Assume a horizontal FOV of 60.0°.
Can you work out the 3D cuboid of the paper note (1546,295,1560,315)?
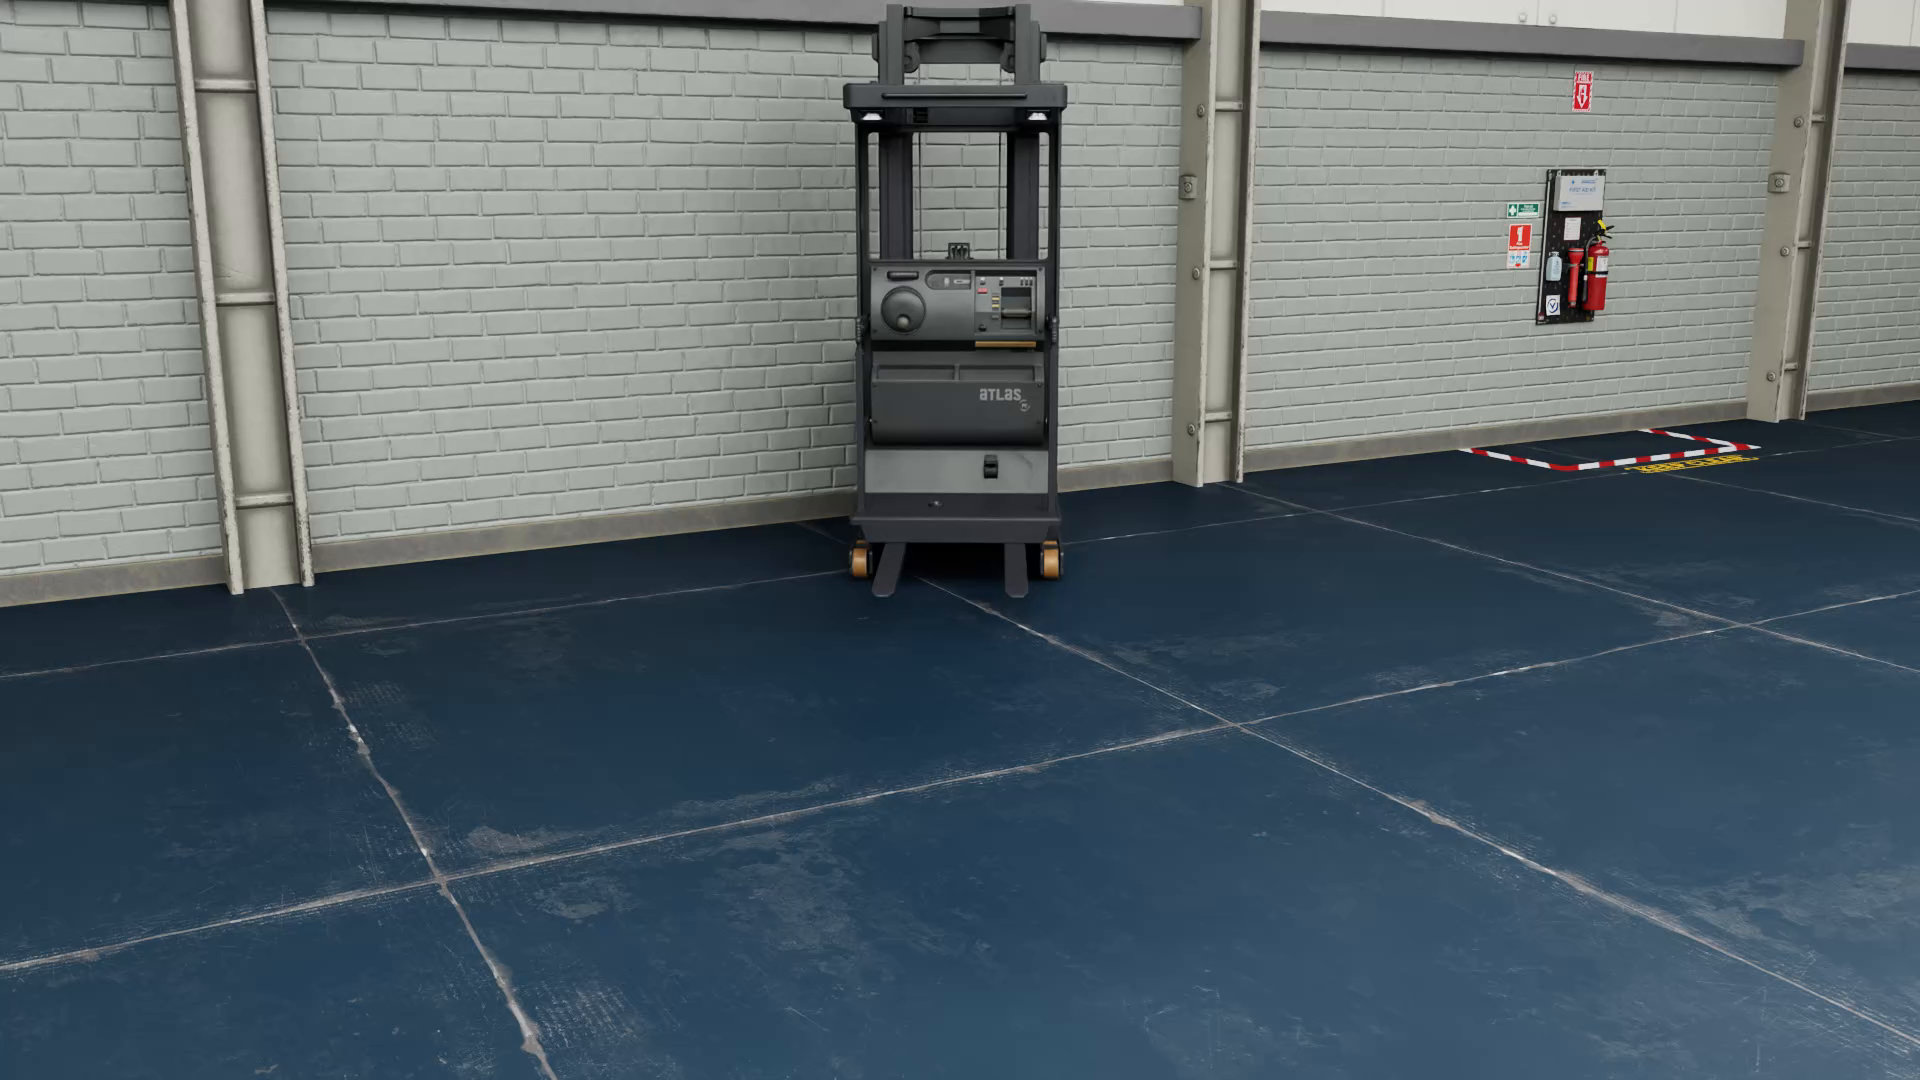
[{"bbox_3d":[4.583,-1.814,12.842,0.142,0.148,0.016,-7,14,-28],"label":"paper note"}]

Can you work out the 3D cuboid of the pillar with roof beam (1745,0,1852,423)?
[{"bbox_3d":[9.022,-4.598,9.547,0.400,9.000,9.100,-7,14,-28],"label":"pillar with roof beam"}]

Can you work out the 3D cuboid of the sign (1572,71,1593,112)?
[{"bbox_3d":[4.717,-3.398,12.596,0.199,0.298,0.001,-7,14,-28],"label":"sign"}]

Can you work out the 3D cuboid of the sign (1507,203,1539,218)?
[{"bbox_3d":[4.245,-2.485,12.531,0.331,0.109,0.001,-7,14,-28],"label":"sign"}]

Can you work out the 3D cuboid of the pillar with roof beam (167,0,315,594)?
[{"bbox_3d":[-1.511,-3.336,3.937,0.400,9.000,9.100,-7,14,-28],"label":"pillar with roof beam"}]

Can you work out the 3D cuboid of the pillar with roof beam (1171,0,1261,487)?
[{"bbox_3d":[3.756,-3.967,6.742,0.400,9.000,9.100,-7,14,-28],"label":"pillar with roof beam"}]

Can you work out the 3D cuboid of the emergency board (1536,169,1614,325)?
[{"bbox_3d":[4.772,-2.249,12.769,0.643,1.169,0.194,-7,14,-28],"label":"emergency board"}]

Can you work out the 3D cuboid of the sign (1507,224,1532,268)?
[{"bbox_3d":[4.237,-2.228,12.595,0.234,0.329,0.001,-7,14,-28],"label":"sign"}]

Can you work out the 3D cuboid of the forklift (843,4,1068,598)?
[{"bbox_3d":[-0.015,-1.292,8.673,1.130,2.935,3.031,0,13,1],"label":"forklift"}]
